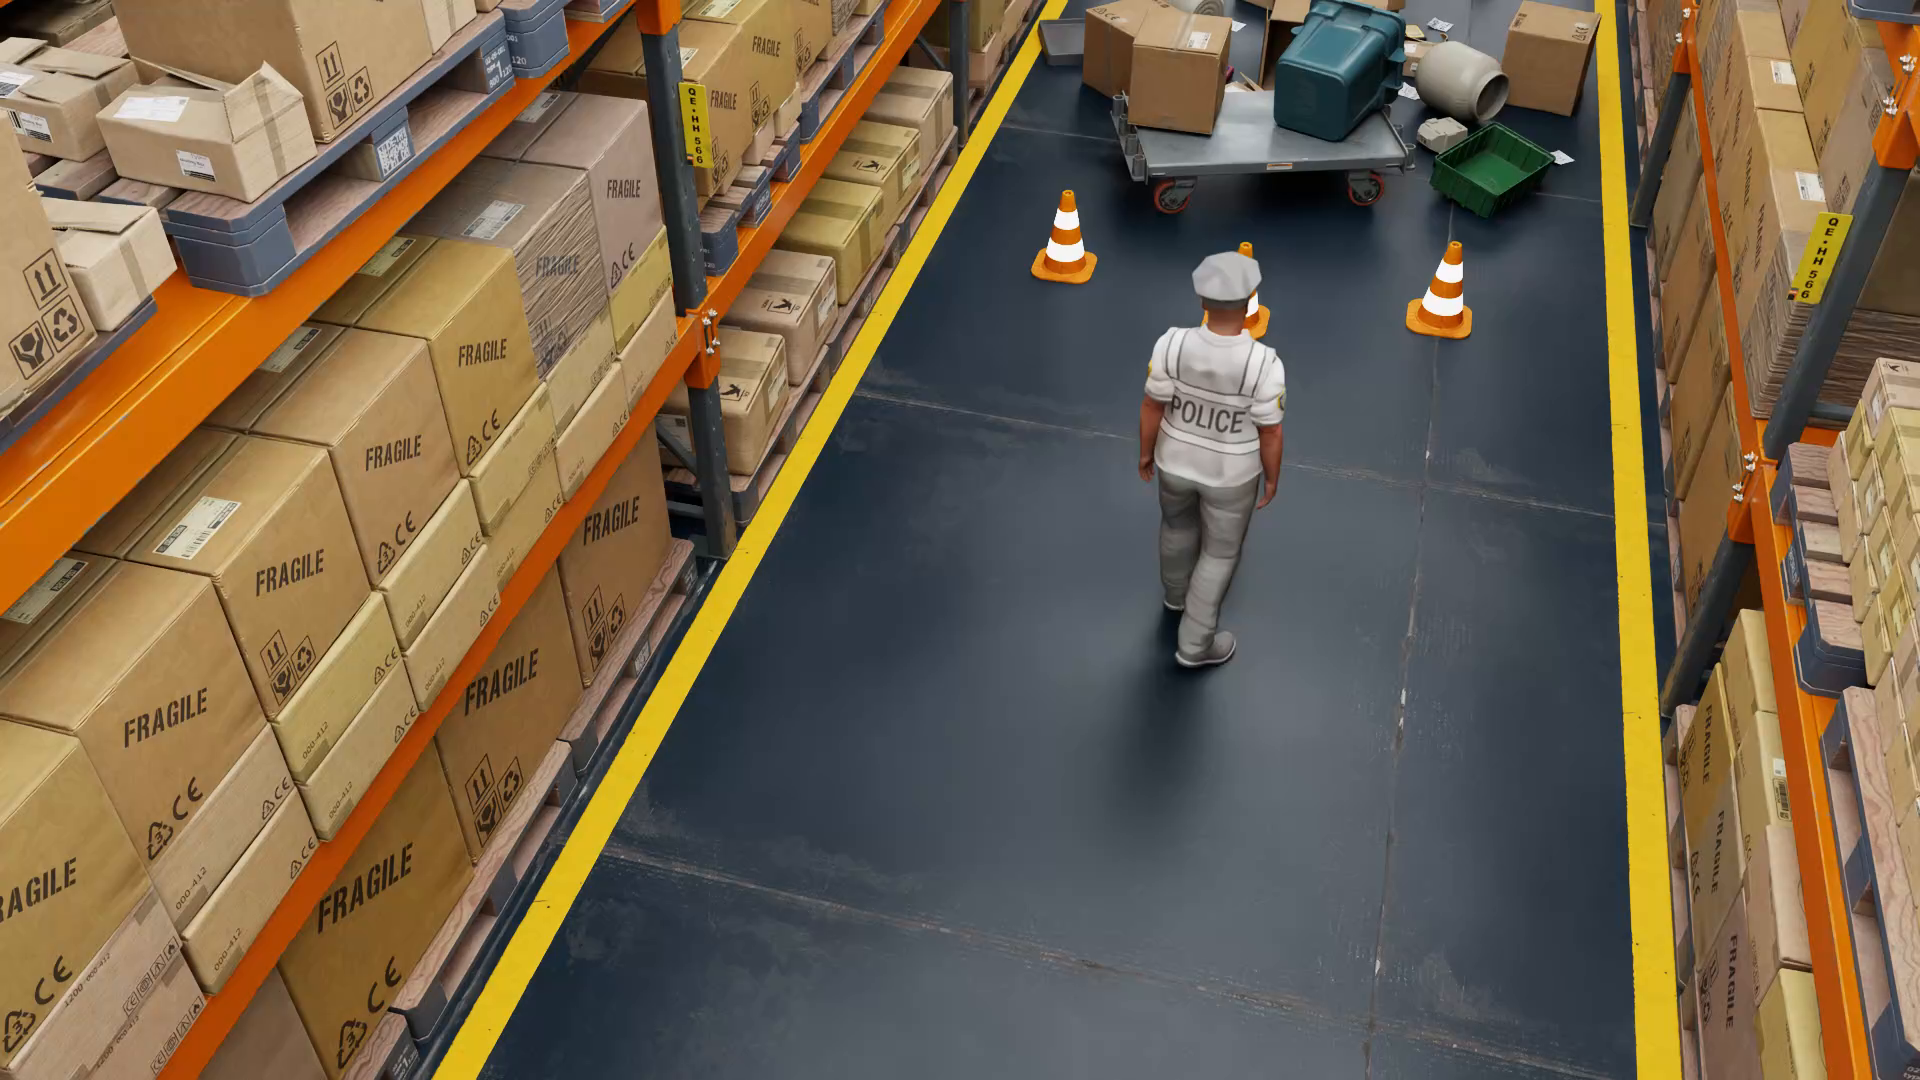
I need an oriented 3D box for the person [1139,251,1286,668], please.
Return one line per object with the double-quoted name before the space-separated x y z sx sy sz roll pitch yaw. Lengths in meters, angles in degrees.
"person" 0.987 -0.318 6.515 0.555 1.767 0.671 19 44 21
